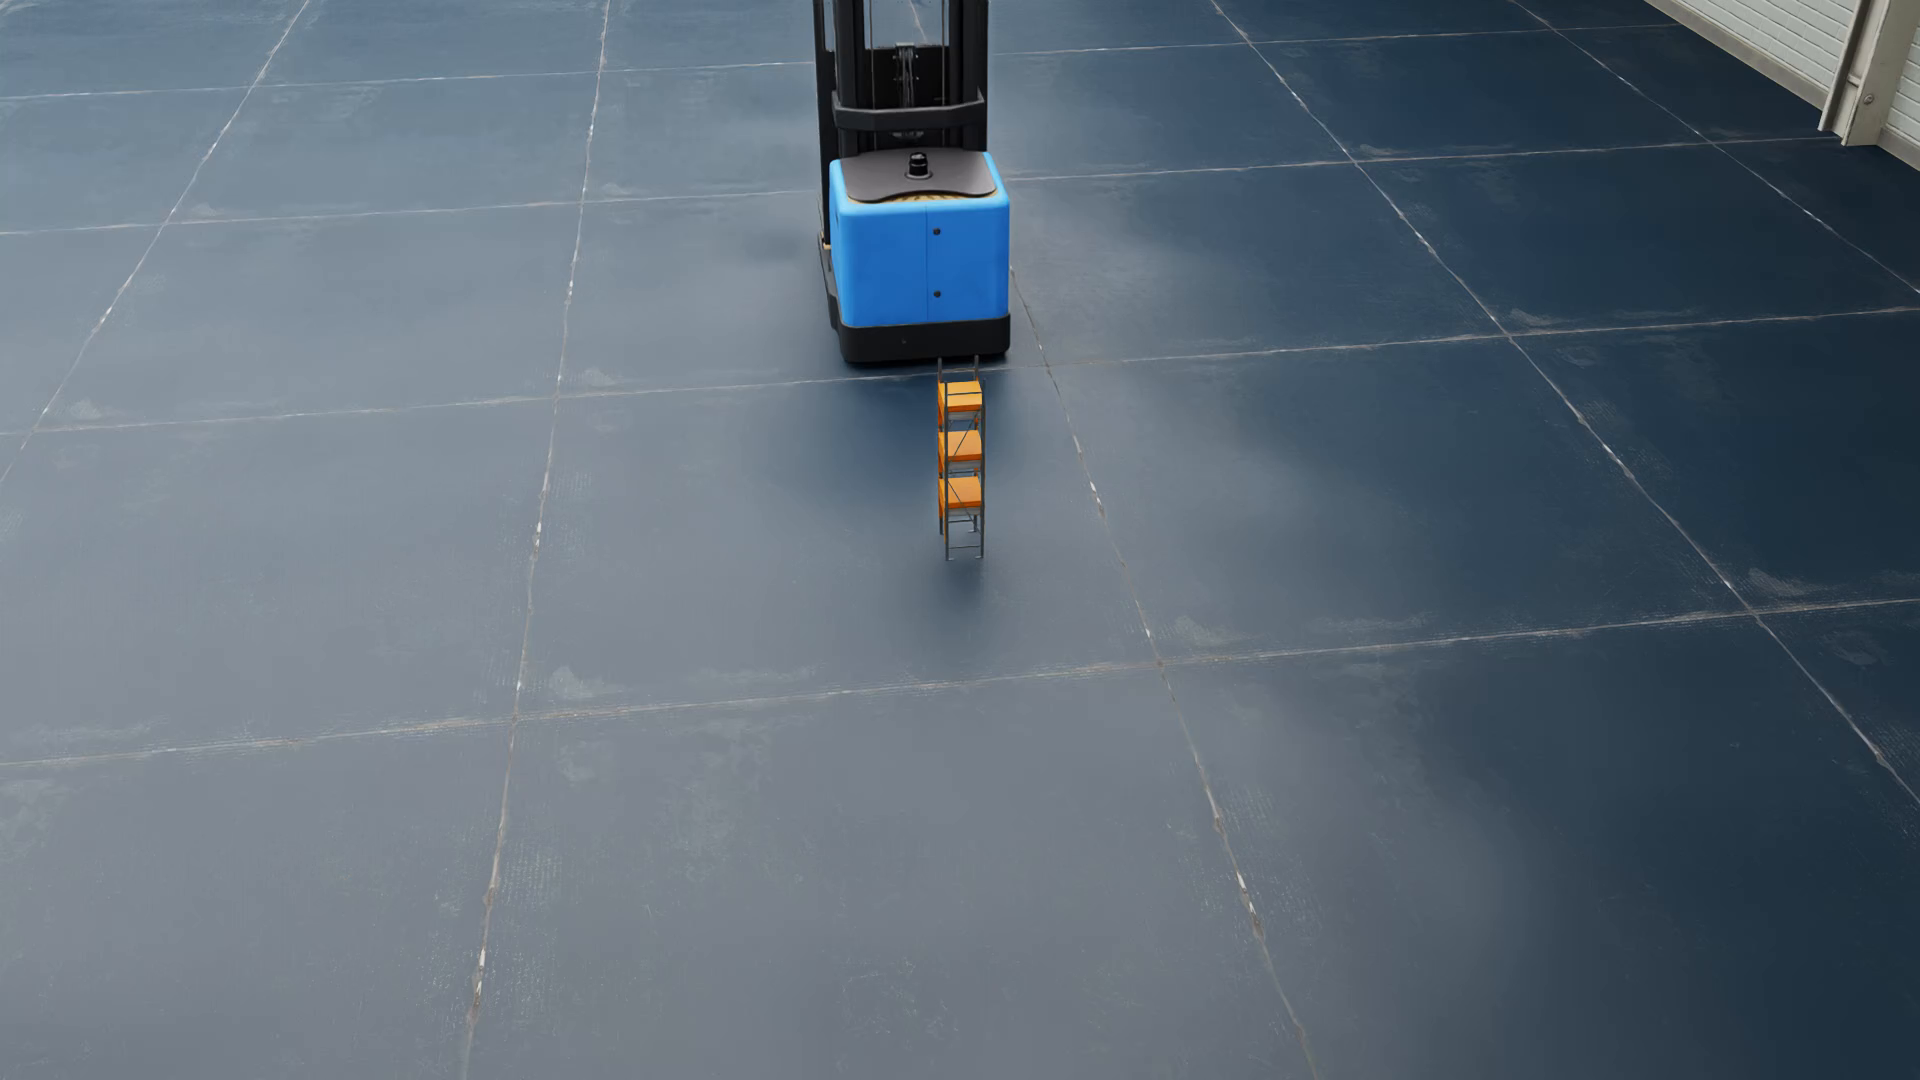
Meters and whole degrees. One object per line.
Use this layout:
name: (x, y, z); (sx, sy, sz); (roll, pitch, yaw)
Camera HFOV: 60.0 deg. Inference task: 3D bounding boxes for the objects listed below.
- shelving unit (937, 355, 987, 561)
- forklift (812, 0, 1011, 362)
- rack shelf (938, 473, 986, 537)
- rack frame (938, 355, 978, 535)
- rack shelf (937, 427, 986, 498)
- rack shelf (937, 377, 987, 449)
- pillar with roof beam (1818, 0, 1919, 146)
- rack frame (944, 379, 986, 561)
shelving unit: (0.007, -0.404, 8.411); (0.215, 1.050, 0.252); (-4, 35, -6)
forklift: (-0.403, -3.120, 10.726); (1.130, 2.935, 3.031); (-4, 35, -7)
rack shelf: (0.007, -0.166, 8.573); (0.215, 0.259, 0.240); (-4, 35, -6)
rack frame: (-0.009, -0.472, 8.510); (0.200, 1.050, 0.008); (-4, 35, -6)
rack shelf: (0.007, -0.395, 8.416); (0.215, 0.259, 0.240); (-4, 35, -6)
rack shelf: (0.007, -0.630, 8.257); (0.215, 0.259, 0.240); (-4, 35, -6)
pillar with roof beam: (2.996, -6.693, 10.581); (9.100, 9.000, 0.400); (-4, 35, -6)
rack frame: (0.024, -0.336, 8.311); (0.200, 1.050, 0.008); (-4, 35, -6)
